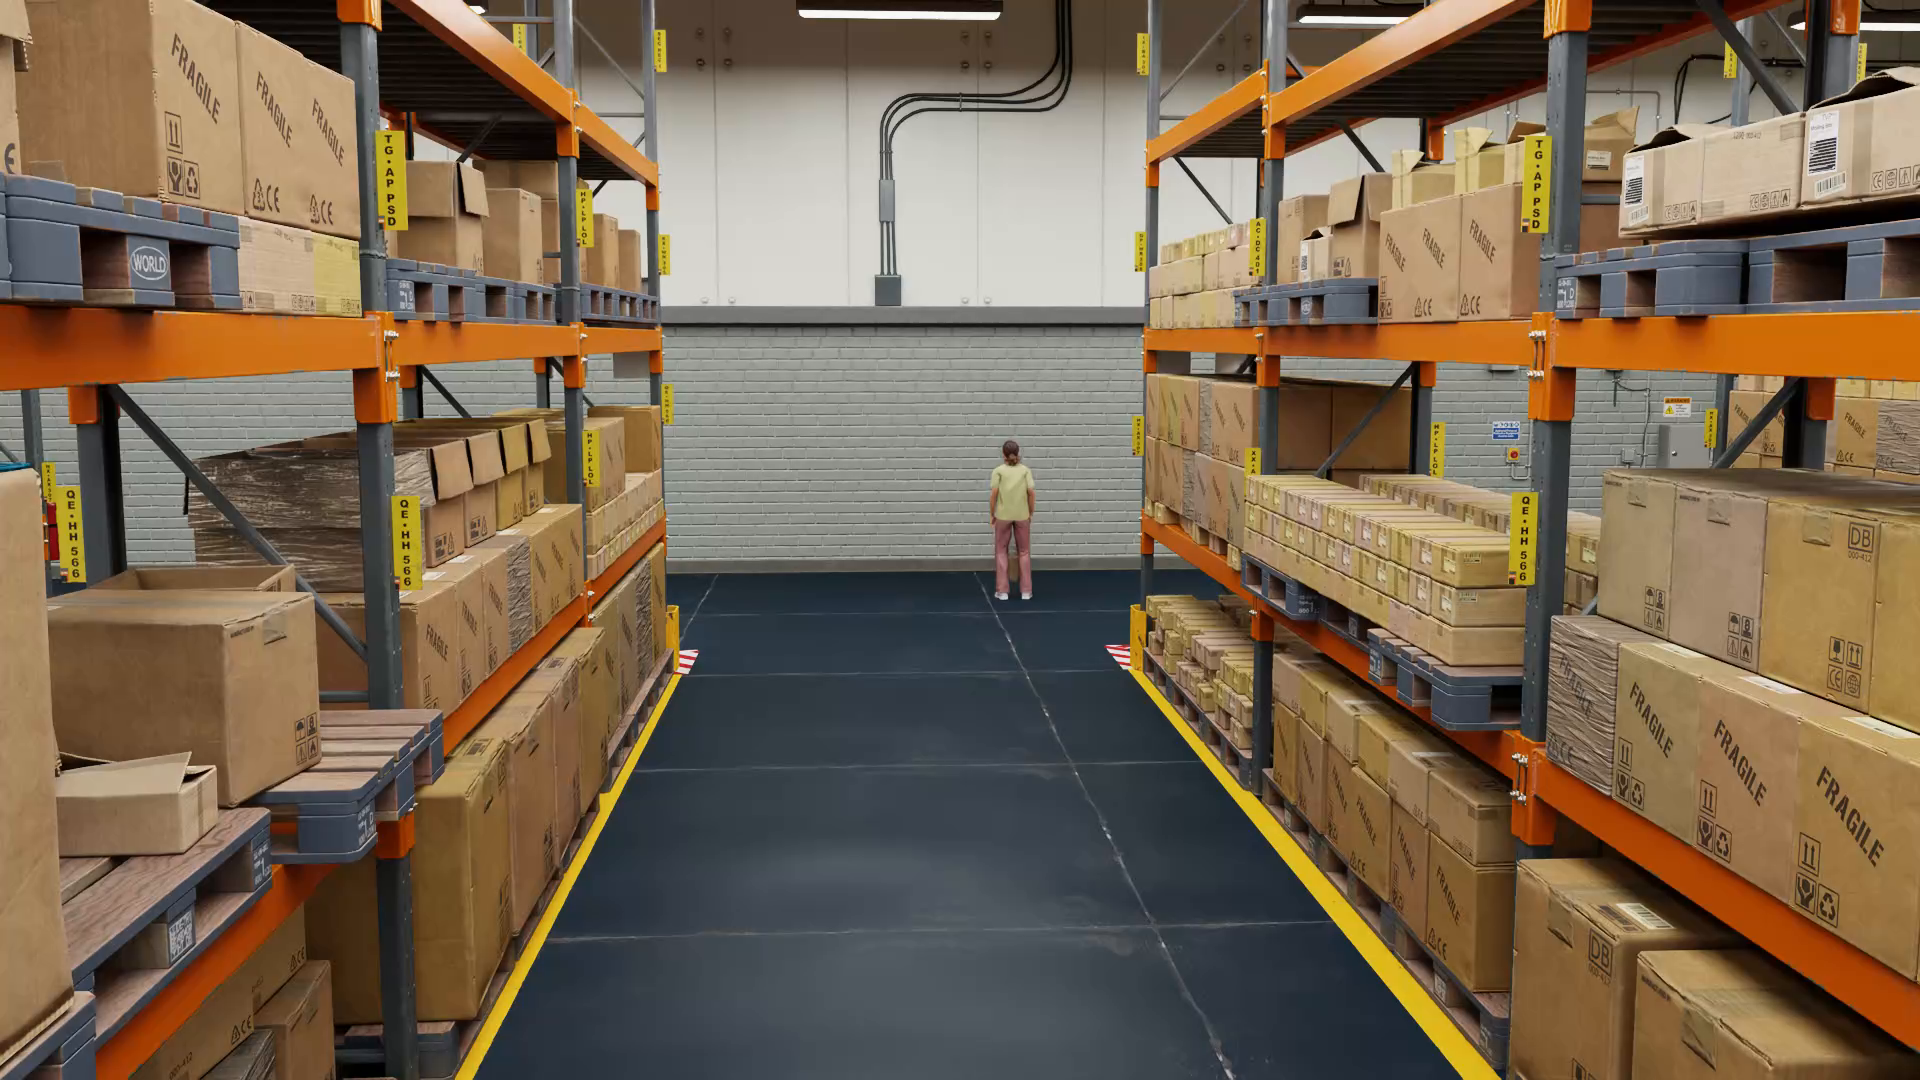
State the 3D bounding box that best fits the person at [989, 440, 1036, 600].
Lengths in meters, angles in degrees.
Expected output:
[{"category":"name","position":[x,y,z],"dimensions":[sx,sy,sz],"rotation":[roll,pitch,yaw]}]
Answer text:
[{"category":"person","position":[0.544,-0.211,17.488],"dimensions":[0.488,1.674,0.364],"rotation":[-1,7,-6]}]
